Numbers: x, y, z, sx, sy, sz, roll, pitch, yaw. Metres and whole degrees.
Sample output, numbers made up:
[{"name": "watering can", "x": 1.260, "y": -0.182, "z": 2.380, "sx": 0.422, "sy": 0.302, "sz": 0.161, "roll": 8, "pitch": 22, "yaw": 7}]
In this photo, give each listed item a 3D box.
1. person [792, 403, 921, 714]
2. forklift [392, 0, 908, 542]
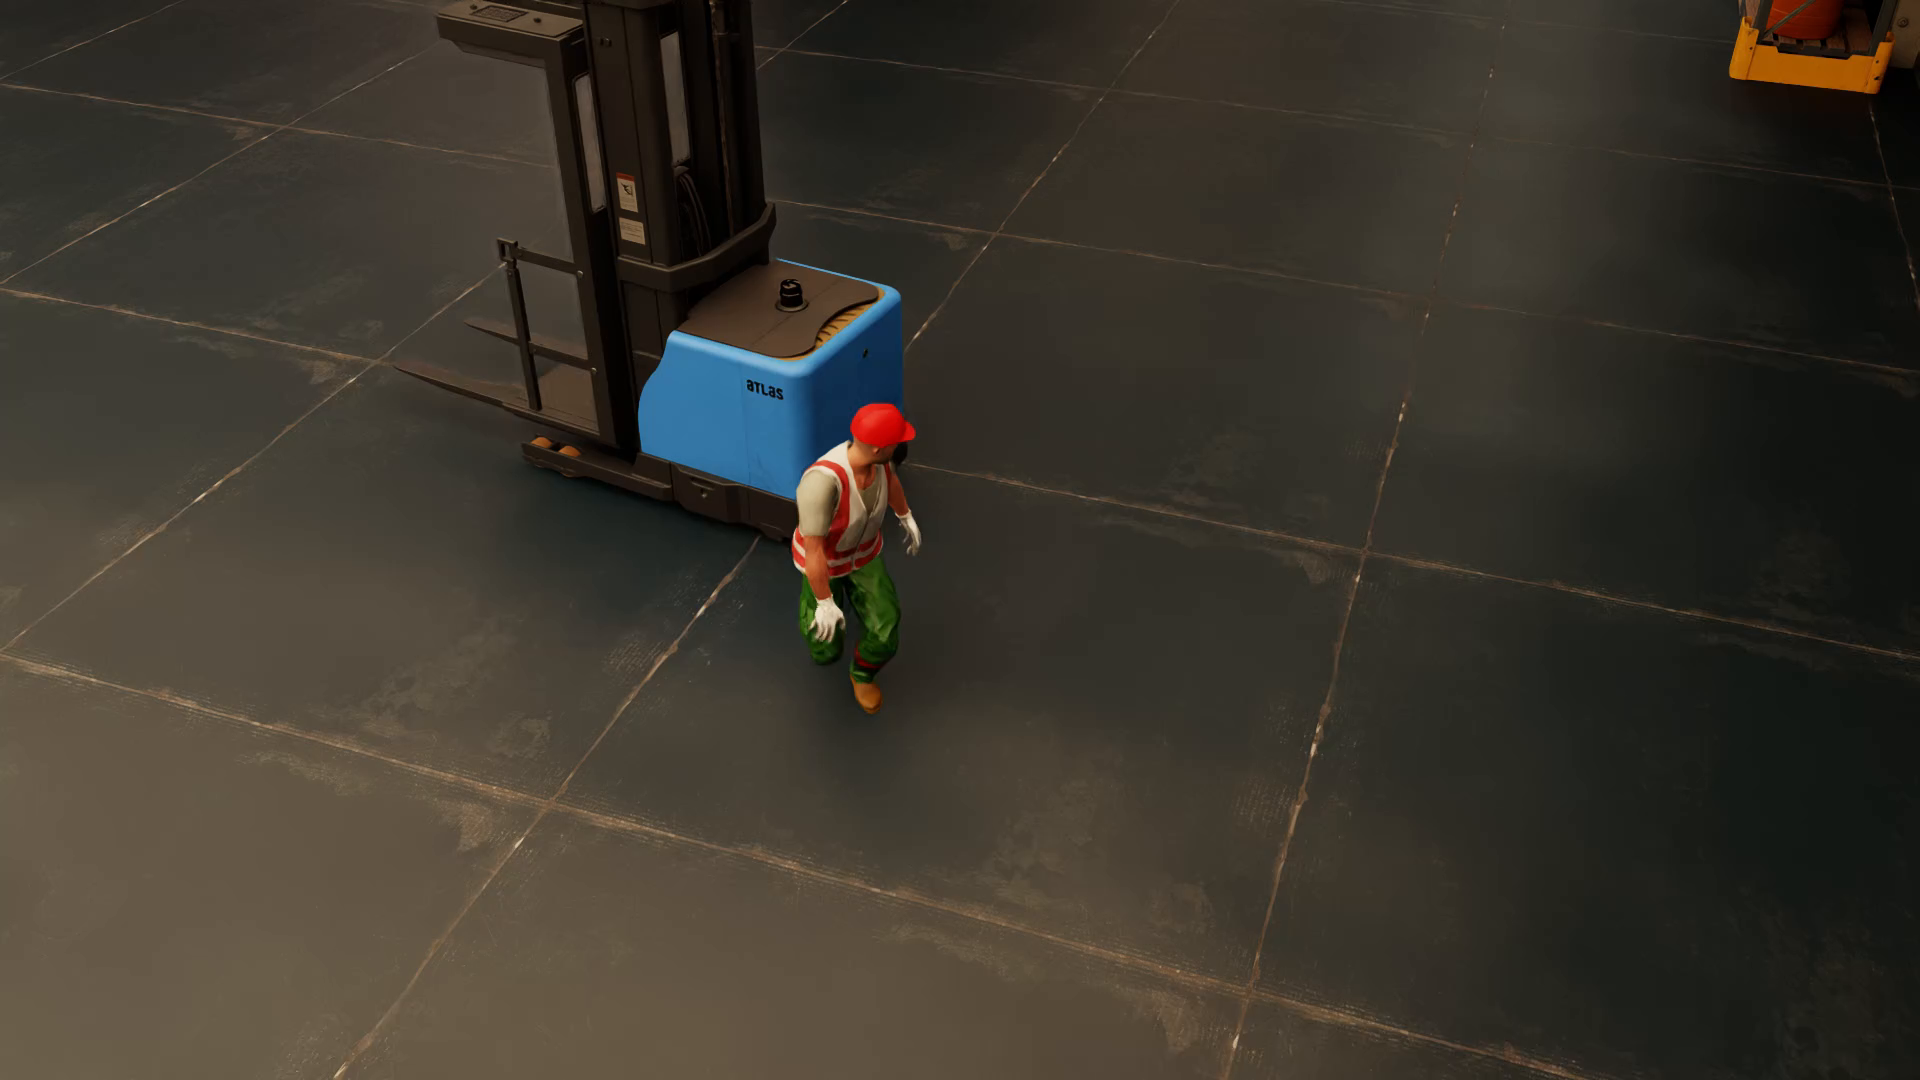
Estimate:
[{"name": "person", "x": -0.467, "y": 0.016, "z": 7.302, "sx": 0.710, "sy": 1.559, "sz": 0.725, "roll": -19, "pitch": 40, "yaw": -25}, {"name": "forklift", "x": -1.831, "y": -1.790, "z": 8.636, "sx": 3.031, "sy": 2.935, "sz": 1.130, "roll": 17, "pitch": 39, "yaw": 23}]
